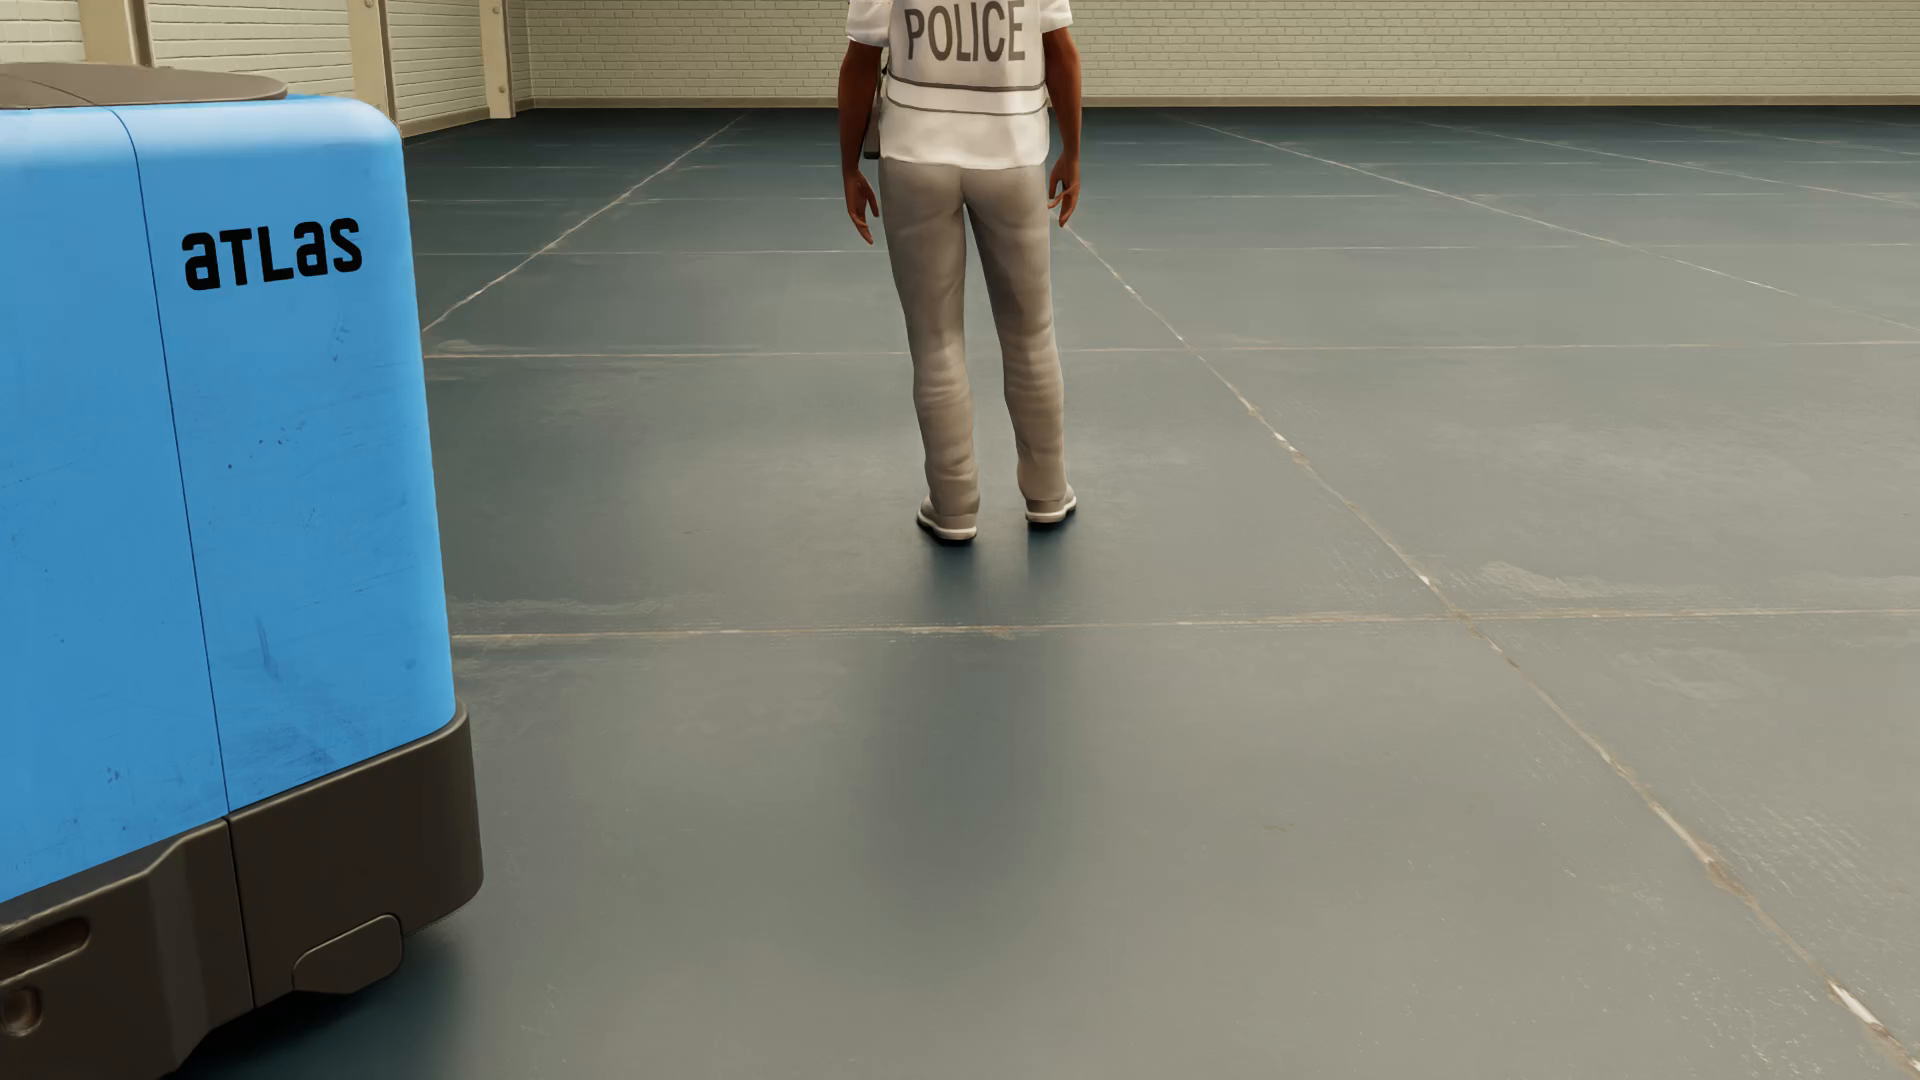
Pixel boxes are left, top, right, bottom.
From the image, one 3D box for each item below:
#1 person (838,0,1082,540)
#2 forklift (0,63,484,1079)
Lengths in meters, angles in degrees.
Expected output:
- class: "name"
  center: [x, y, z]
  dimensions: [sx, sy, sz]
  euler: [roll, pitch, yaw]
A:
- class: "person"
  center: [0.015, -0.839, 3.741]
  dimensions: [0.570, 1.694, 0.528]
  euler: [-1, 17, -3]
- class: "forklift"
  center: [-1.902, -0.615, 0.919]
  dimensions: [1.130, 2.935, 3.031]
  euler: [12, 21, 34]
